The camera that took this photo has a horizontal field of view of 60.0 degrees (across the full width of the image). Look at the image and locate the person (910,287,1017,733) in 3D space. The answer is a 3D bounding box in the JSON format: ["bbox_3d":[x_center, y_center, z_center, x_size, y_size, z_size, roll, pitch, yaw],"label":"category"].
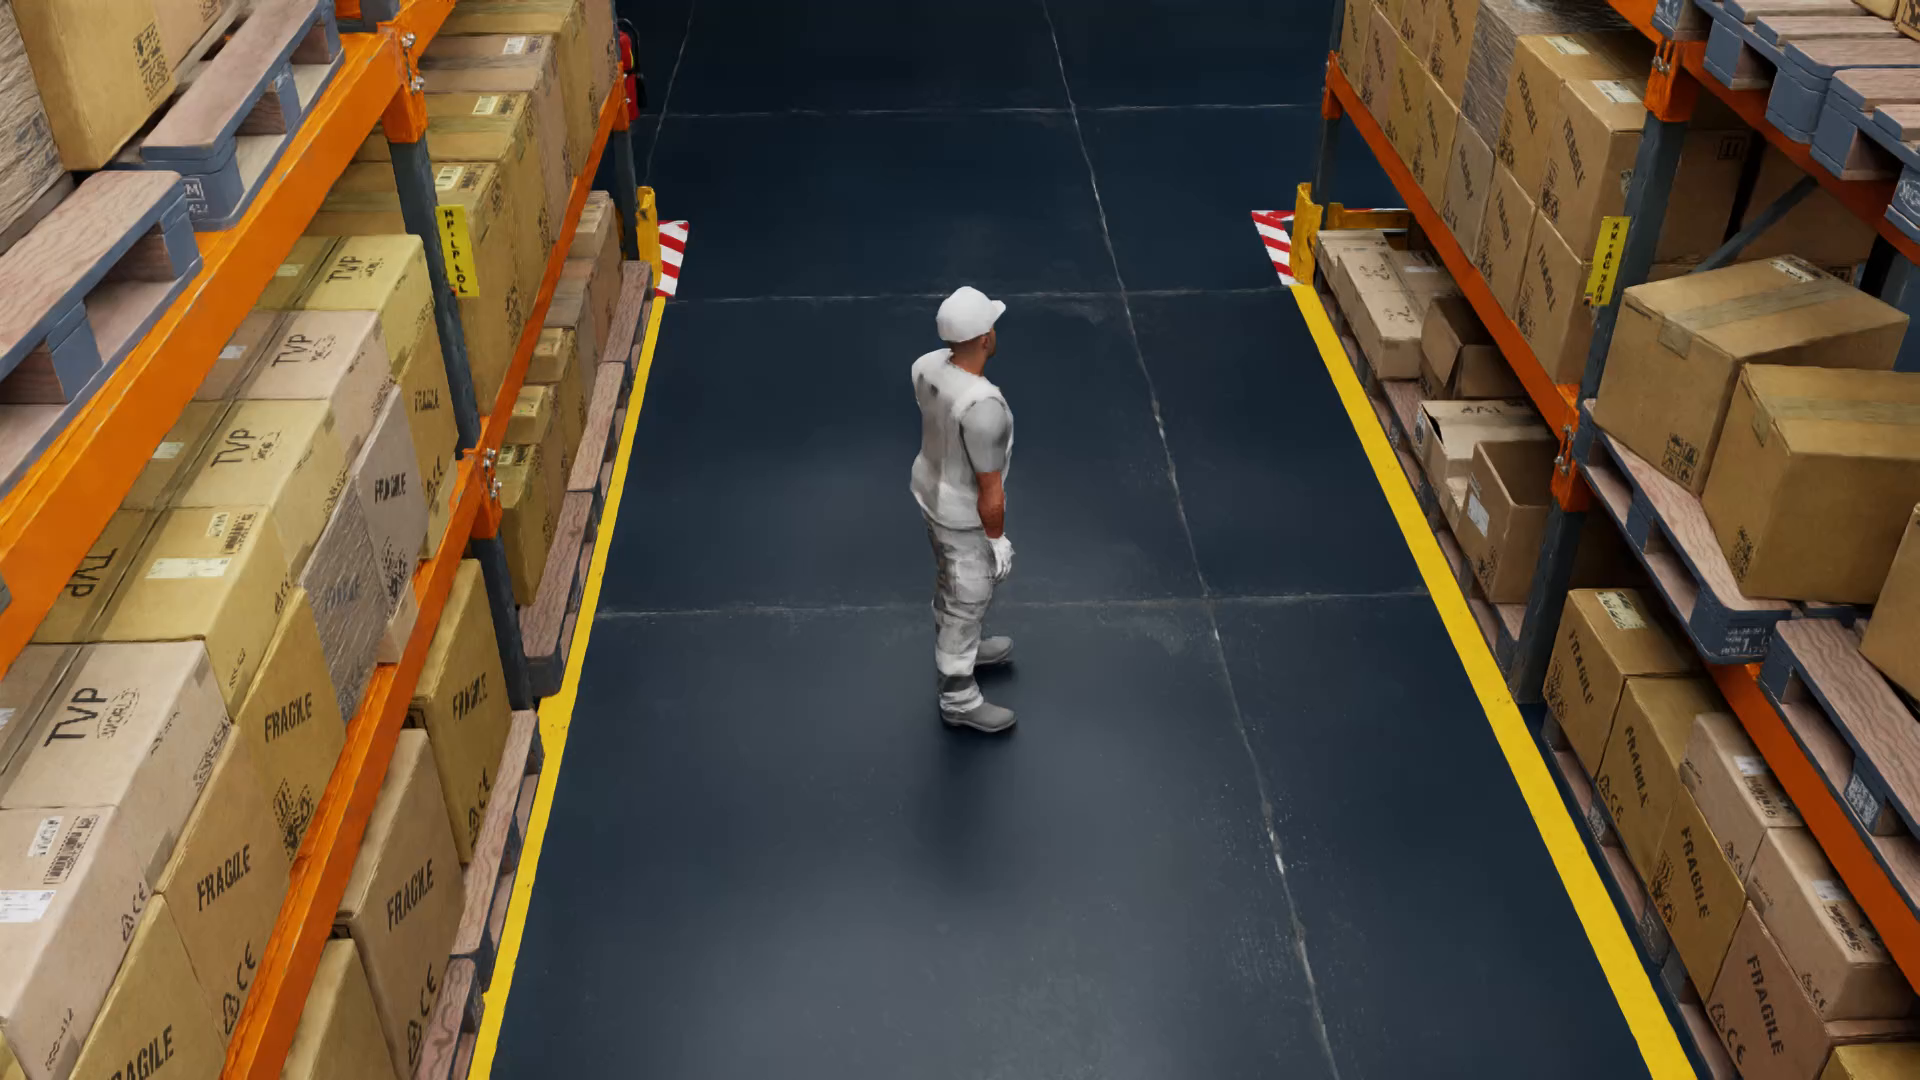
[{"bbox_3d":[0.068,-0.136,6.263,0.465,1.794,0.620,-15,38,-21],"label":"person"}]
